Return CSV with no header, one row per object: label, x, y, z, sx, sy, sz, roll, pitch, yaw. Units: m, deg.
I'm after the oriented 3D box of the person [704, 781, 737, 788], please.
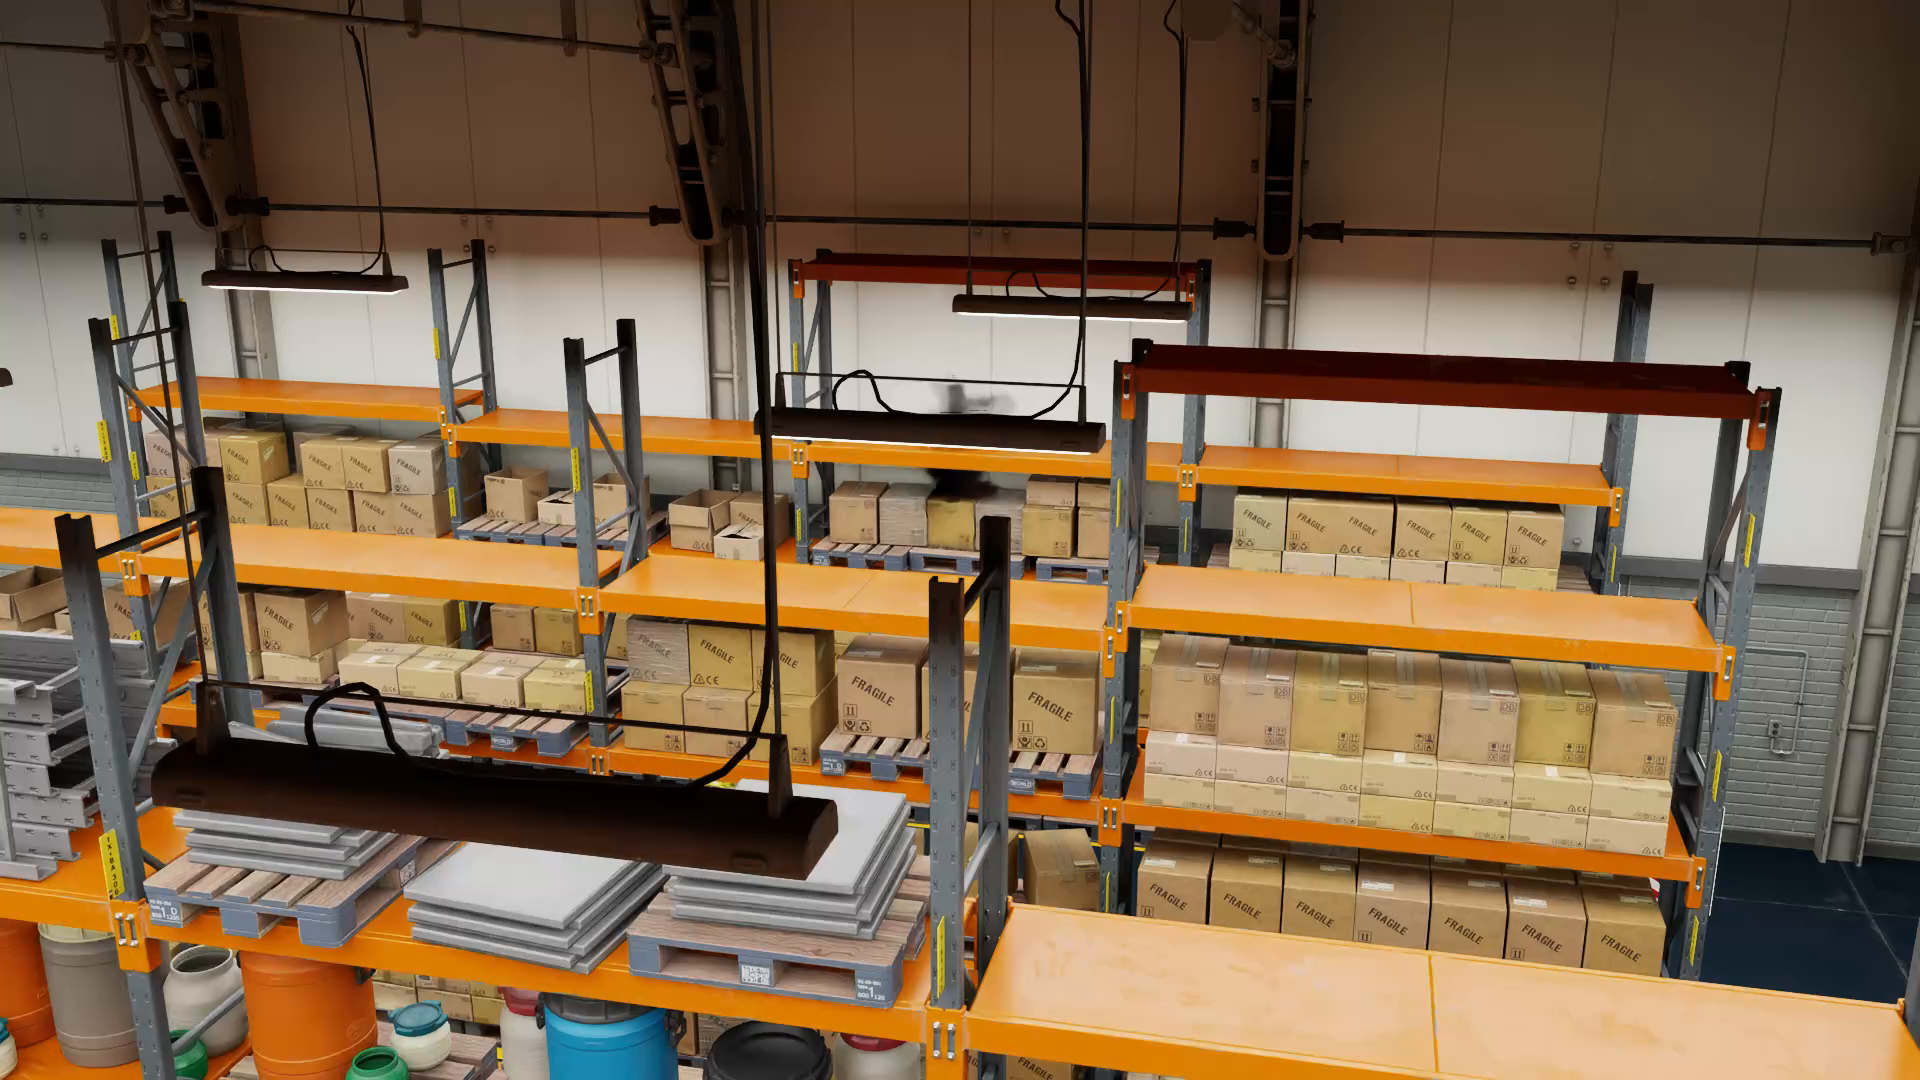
person,-2.337,2.767,15.729,0.830,1.819,0.678,0,16,1
